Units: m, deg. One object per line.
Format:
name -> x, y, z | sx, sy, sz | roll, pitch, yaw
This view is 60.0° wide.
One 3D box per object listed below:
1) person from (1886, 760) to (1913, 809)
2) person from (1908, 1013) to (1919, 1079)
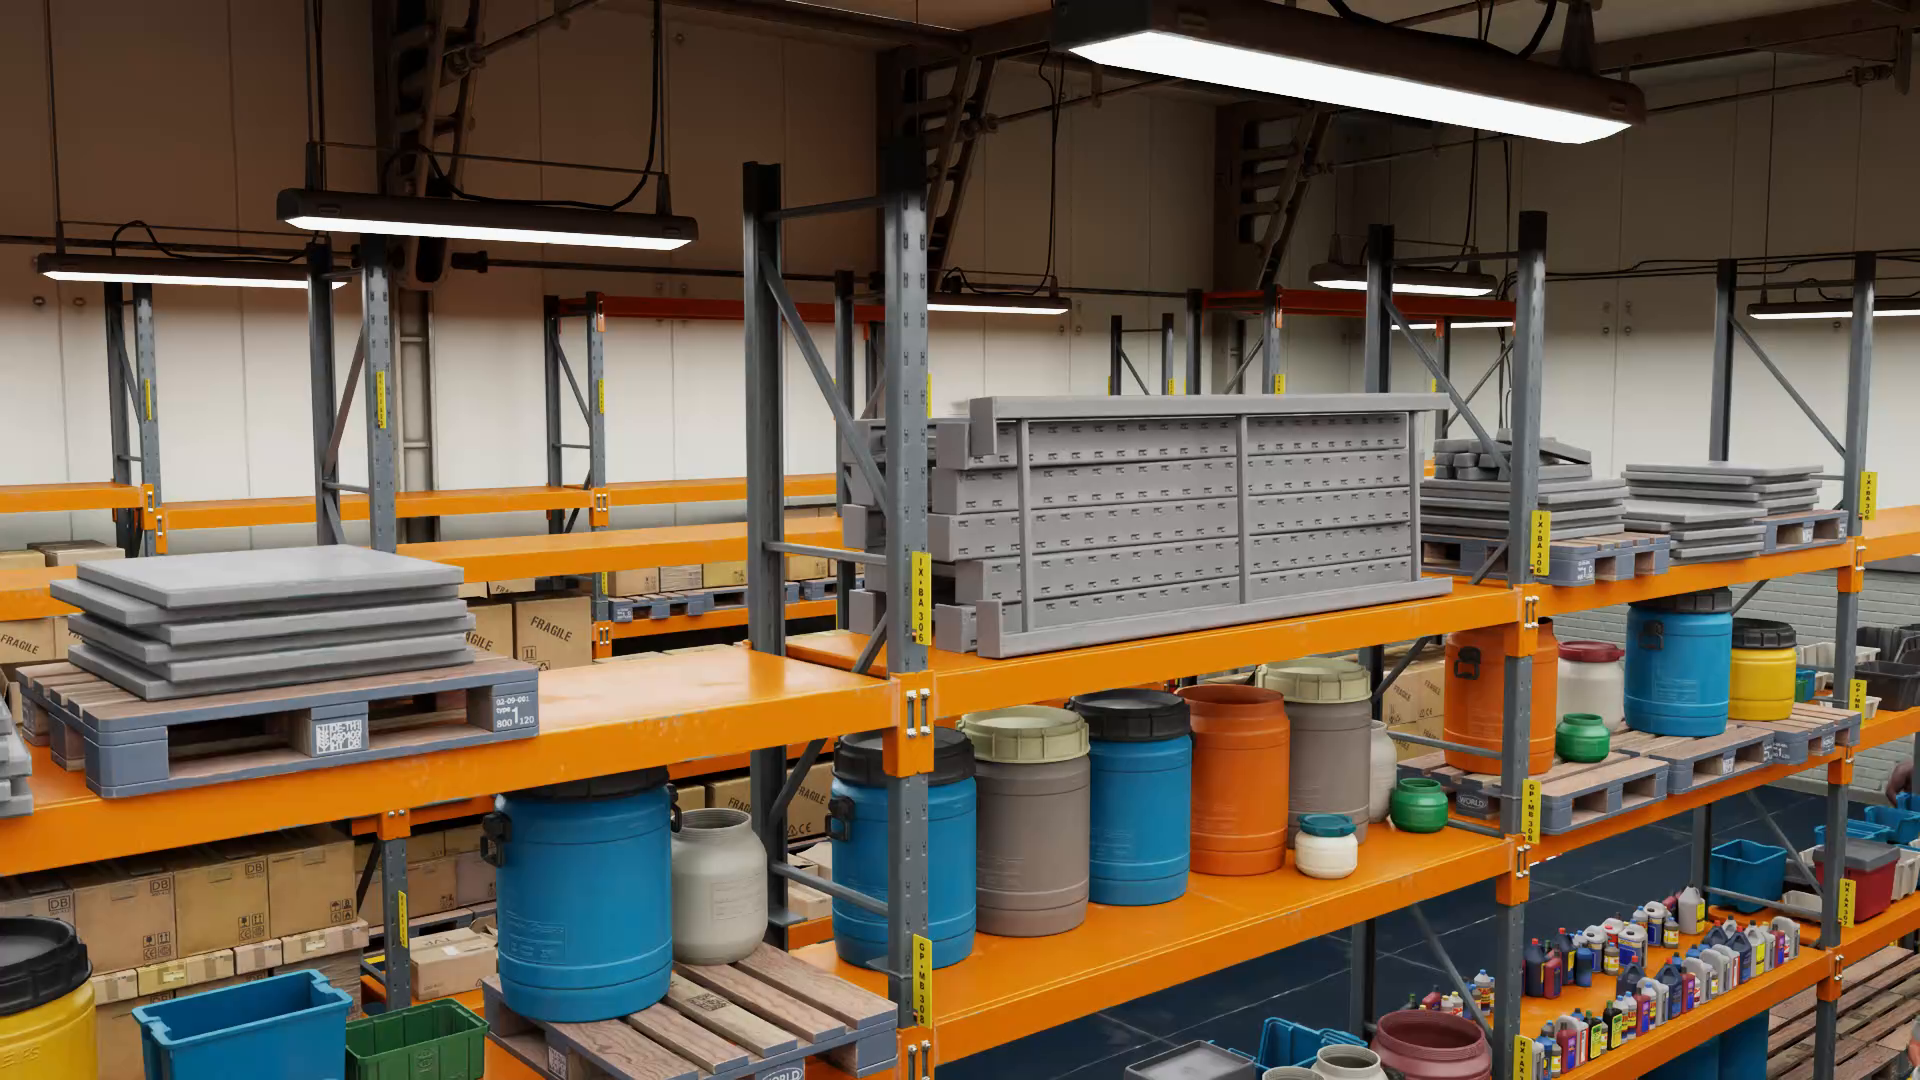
person -> 9.344, 2.860, 16.346 | 0.740, 1.514, 0.652 | -3, 6, -24
person -> 5.904, 3.353, 9.734 | 0.761, 1.816, 0.680 | -5, 7, -42
